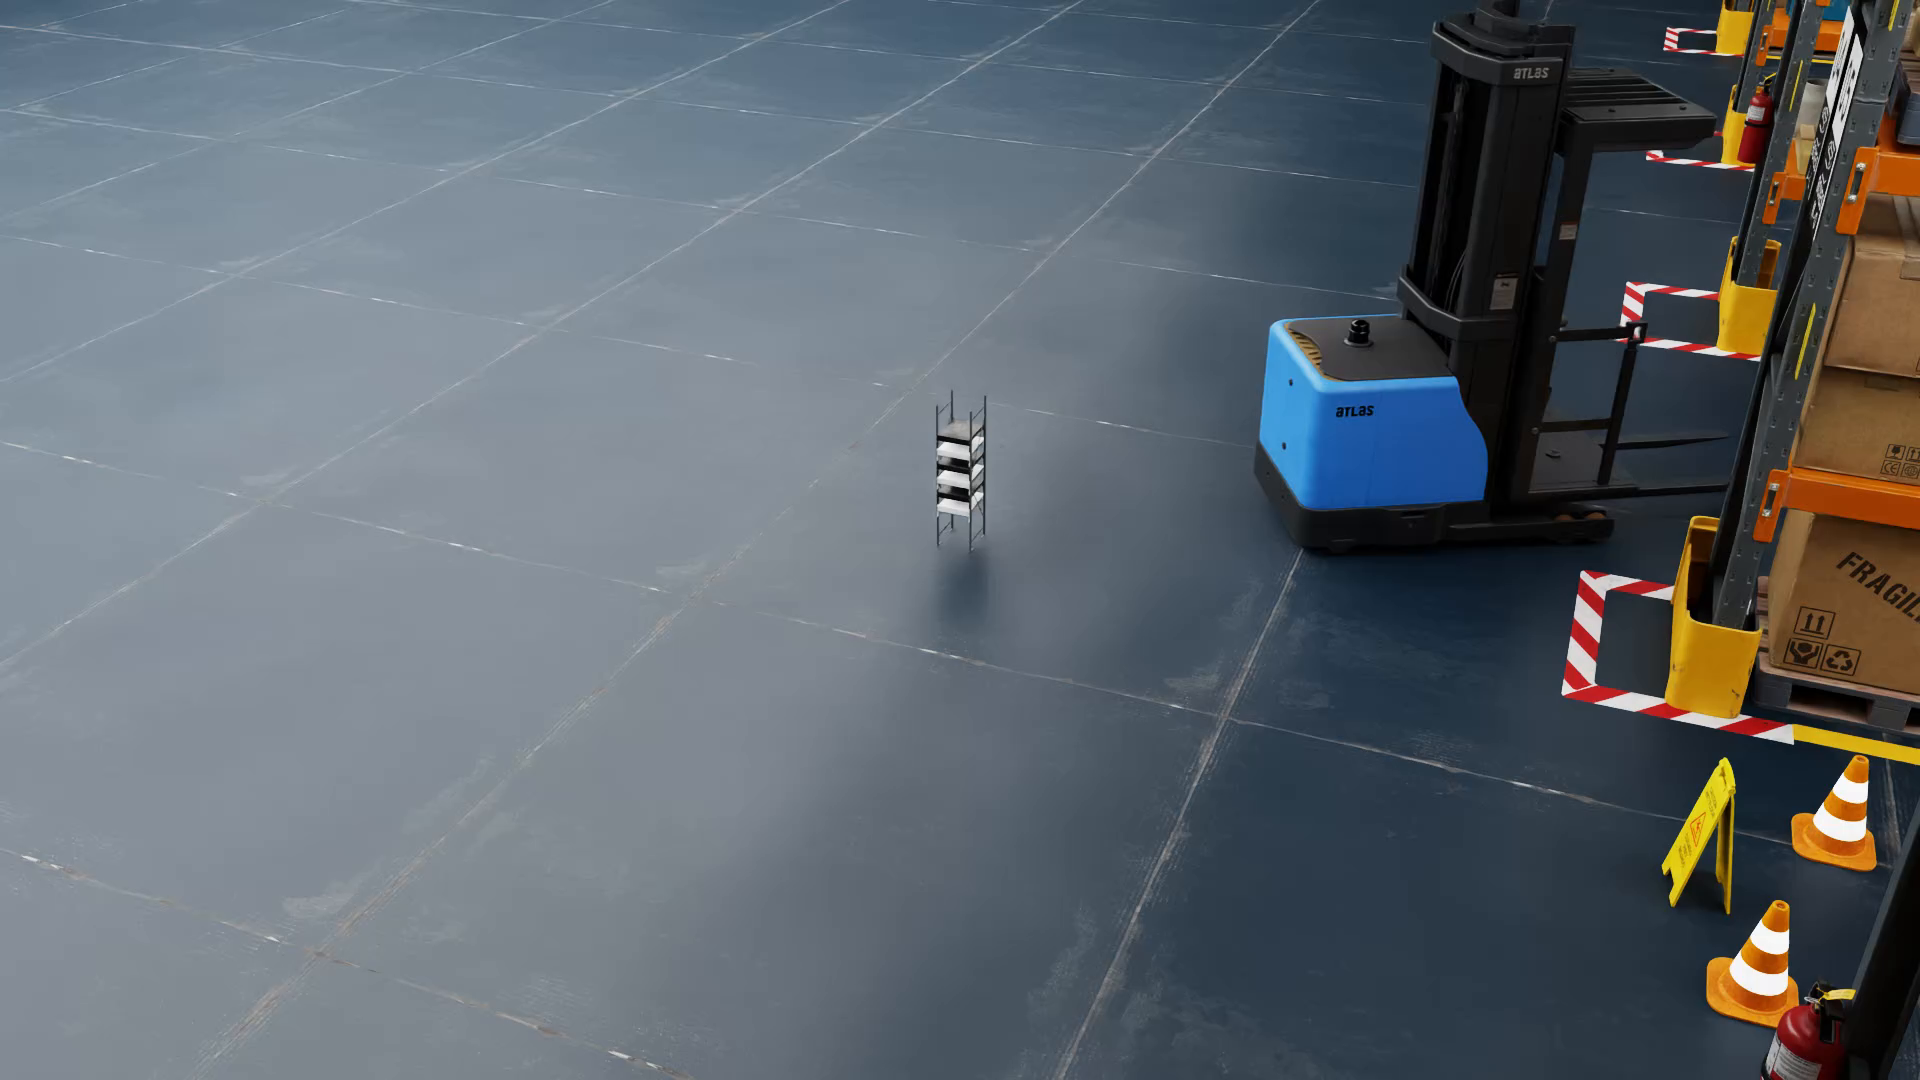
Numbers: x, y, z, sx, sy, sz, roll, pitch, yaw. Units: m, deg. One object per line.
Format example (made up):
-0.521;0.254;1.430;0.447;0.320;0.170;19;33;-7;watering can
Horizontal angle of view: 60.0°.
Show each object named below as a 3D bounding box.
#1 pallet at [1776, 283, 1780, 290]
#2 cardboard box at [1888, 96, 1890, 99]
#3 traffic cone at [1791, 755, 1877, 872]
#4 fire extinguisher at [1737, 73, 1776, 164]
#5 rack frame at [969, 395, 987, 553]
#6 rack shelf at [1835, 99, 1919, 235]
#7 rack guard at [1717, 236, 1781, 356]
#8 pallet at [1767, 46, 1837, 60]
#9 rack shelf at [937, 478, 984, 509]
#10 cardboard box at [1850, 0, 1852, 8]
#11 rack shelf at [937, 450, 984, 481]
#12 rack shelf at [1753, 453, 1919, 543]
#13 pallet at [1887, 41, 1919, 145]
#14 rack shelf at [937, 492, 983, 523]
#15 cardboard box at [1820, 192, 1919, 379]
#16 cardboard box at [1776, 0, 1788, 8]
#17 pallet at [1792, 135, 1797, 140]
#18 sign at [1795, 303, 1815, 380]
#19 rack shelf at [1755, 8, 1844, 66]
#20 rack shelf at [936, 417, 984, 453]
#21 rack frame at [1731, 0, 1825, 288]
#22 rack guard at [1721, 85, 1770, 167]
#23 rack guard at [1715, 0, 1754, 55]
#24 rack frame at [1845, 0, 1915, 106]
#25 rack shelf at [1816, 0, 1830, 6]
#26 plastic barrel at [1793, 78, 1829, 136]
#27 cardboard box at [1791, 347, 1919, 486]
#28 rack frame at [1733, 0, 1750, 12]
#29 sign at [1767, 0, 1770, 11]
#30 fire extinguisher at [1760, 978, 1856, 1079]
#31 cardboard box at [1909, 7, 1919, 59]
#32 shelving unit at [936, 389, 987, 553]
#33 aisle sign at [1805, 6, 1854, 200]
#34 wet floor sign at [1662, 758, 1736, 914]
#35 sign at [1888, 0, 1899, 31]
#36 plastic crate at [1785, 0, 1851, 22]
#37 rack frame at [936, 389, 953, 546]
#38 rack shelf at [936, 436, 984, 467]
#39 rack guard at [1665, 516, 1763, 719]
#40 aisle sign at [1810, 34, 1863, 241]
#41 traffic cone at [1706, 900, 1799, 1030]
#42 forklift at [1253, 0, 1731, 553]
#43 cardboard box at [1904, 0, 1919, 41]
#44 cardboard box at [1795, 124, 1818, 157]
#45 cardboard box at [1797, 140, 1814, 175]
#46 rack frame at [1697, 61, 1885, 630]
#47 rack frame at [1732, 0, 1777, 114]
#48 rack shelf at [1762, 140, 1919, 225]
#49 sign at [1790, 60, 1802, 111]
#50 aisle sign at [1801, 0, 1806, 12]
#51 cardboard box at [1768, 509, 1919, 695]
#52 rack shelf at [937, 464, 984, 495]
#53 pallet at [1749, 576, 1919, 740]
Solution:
6.680;-1.556;12.289;1.213;0.211;1.003;11;31;19;pallet
6.370;-3.009;11.622;0.500;0.500;0.875;11;31;19;cardboard box
3.870;1.142;7.259;0.334;0.463;0.336;11;31;19;traffic cone
5.938;-3.148;12.350;0.183;0.674;0.296;11;31;19;fire extinguisher
0.102;-0.371;9.493;0.006;0.900;0.240;11;31;19;rack frame
5.765;-1.331;6.738;4.000;0.370;1.077;11;31;19;rack shelf
5.941;-1.848;12.512;0.348;0.500;1.175;11;31;19;rack guard
10.323;-6.131;20.382;1.213;0.211;1.003;11;31;19;pallet
0.008;-0.283;9.587;0.200;0.077;0.258;11;31;19;rack shelf
6.473;-3.570;11.598;0.500;0.500;0.500;11;31;19;cardboard box
0.008;-0.440;9.498;0.200;0.077;0.258;11;31;19;rack shelf
5.765;-0.025;7.476;4.000;0.370;1.077;11;31;19;rack shelf
4.603;-1.843;7.003;1.213;0.211;1.003;11;31;19;pallet
0.008;-0.205;9.631;0.200;0.077;0.258;11;31;19;rack shelf
4.241;-1.157;7.499;0.550;0.550;0.875;11;31;19;cardboard box
10.207;-6.816;20.365;0.500;0.500;0.500;11;31;19;cardboard box
8.572;-3.850;16.347;1.213;0.211;1.003;11;31;19;pallet
3.698;-0.867;7.276;0.005;0.325;0.100;11;31;19;sign
9.586;-4.526;15.440;4.000;0.370;1.077;11;31;19;rack shelf
0.008;-0.596;9.409;0.200;0.077;0.258;11;31;19;rack shelf
5.870;-2.951;11.922;0.127;3.000;1.000;11;31;19;rack frame
7.821;-4.128;16.546;0.348;0.500;1.175;11;31;19;rack guard
9.576;-6.383;20.535;0.348;0.500;1.175;11;31;19;rack guard
3.912;-3.320;6.478;0.127;3.000;1.000;11;31;19;rack frame
7.724;-3.573;10.706;4.000;0.370;1.077;11;31;19;rack shelf
8.371;-4.222;16.273;0.421;0.512;0.421;0;29;0;plastic barrel
4.273;-0.725;7.832;0.550;0.550;0.875;11;31;19;cardboard box
9.598;-7.467;19.912;0.127;3.000;1.000;11;31;19;rack frame
7.522;-5.080;15.407;0.005;0.325;0.100;11;31;19;sign
2.212;1.370;4.356;0.183;0.674;0.296;11;31;19;fire extinguisher
4.348;-2.224;7.314;0.250;0.149;0.380;11;31;19;cardboard box
0.008;-0.390;9.526;0.210;0.900;0.258;11;31;19;shelving unit
3.959;-1.989;7.579;0.004;0.787;0.394;11;31;19;aisle sign
3.141;1.215;6.945;0.232;0.644;0.267;6;30;11;wet floor sign
3.698;-2.177;6.536;0.005;0.325;0.100;11;31;19;sign
8.309;-5.188;16.032;0.616;0.251;0.499;11;31;19;plastic crate
-0.087;-0.409;9.559;0.006;0.900;0.240;11;31;19;rack frame
0.008;-0.518;9.454;0.200;0.077;0.258;11;31;19;rack shelf
3.890;0.376;8.577;0.348;0.500;1.175;11;31;19;rack guard
3.734;-1.716;7.095;0.004;0.787;0.394;11;31;19;aisle sign
3.130;1.595;6.459;0.334;0.463;0.336;11;31;19;traffic cone
3.381;-1.510;9.442;3.031;2.935;1.130;-4;30;-6;forklift
6.278;-3.333;11.178;0.500;0.500;0.500;11;31;19;cardboard box
6.212;-2.883;12.057;0.250;0.149;0.380;11;31;19;cardboard box
6.045;-2.680;11.698;0.250;0.149;0.380;11;31;19;cardboard box
3.912;-0.708;7.954;0.127;3.000;1.000;11;31;19;rack frame
7.733;-5.209;15.918;0.127;3.000;1.000;11;31;19;rack frame
7.724;-2.268;11.444;4.000;0.370;1.077;11;31;19;rack shelf
5.667;-3.080;11.271;0.005;0.325;0.100;11;31;19;sign
5.700;-3.957;11.061;0.004;0.787;0.394;11;31;19;aisle sign
4.565;0.130;8.205;0.875;0.875;0.875;11;31;19;cardboard box
0.008;-0.361;9.542;0.200;0.077;0.258;11;31;19;rack shelf
4.682;0.618;8.442;1.213;0.211;1.003;11;31;19;pallet
